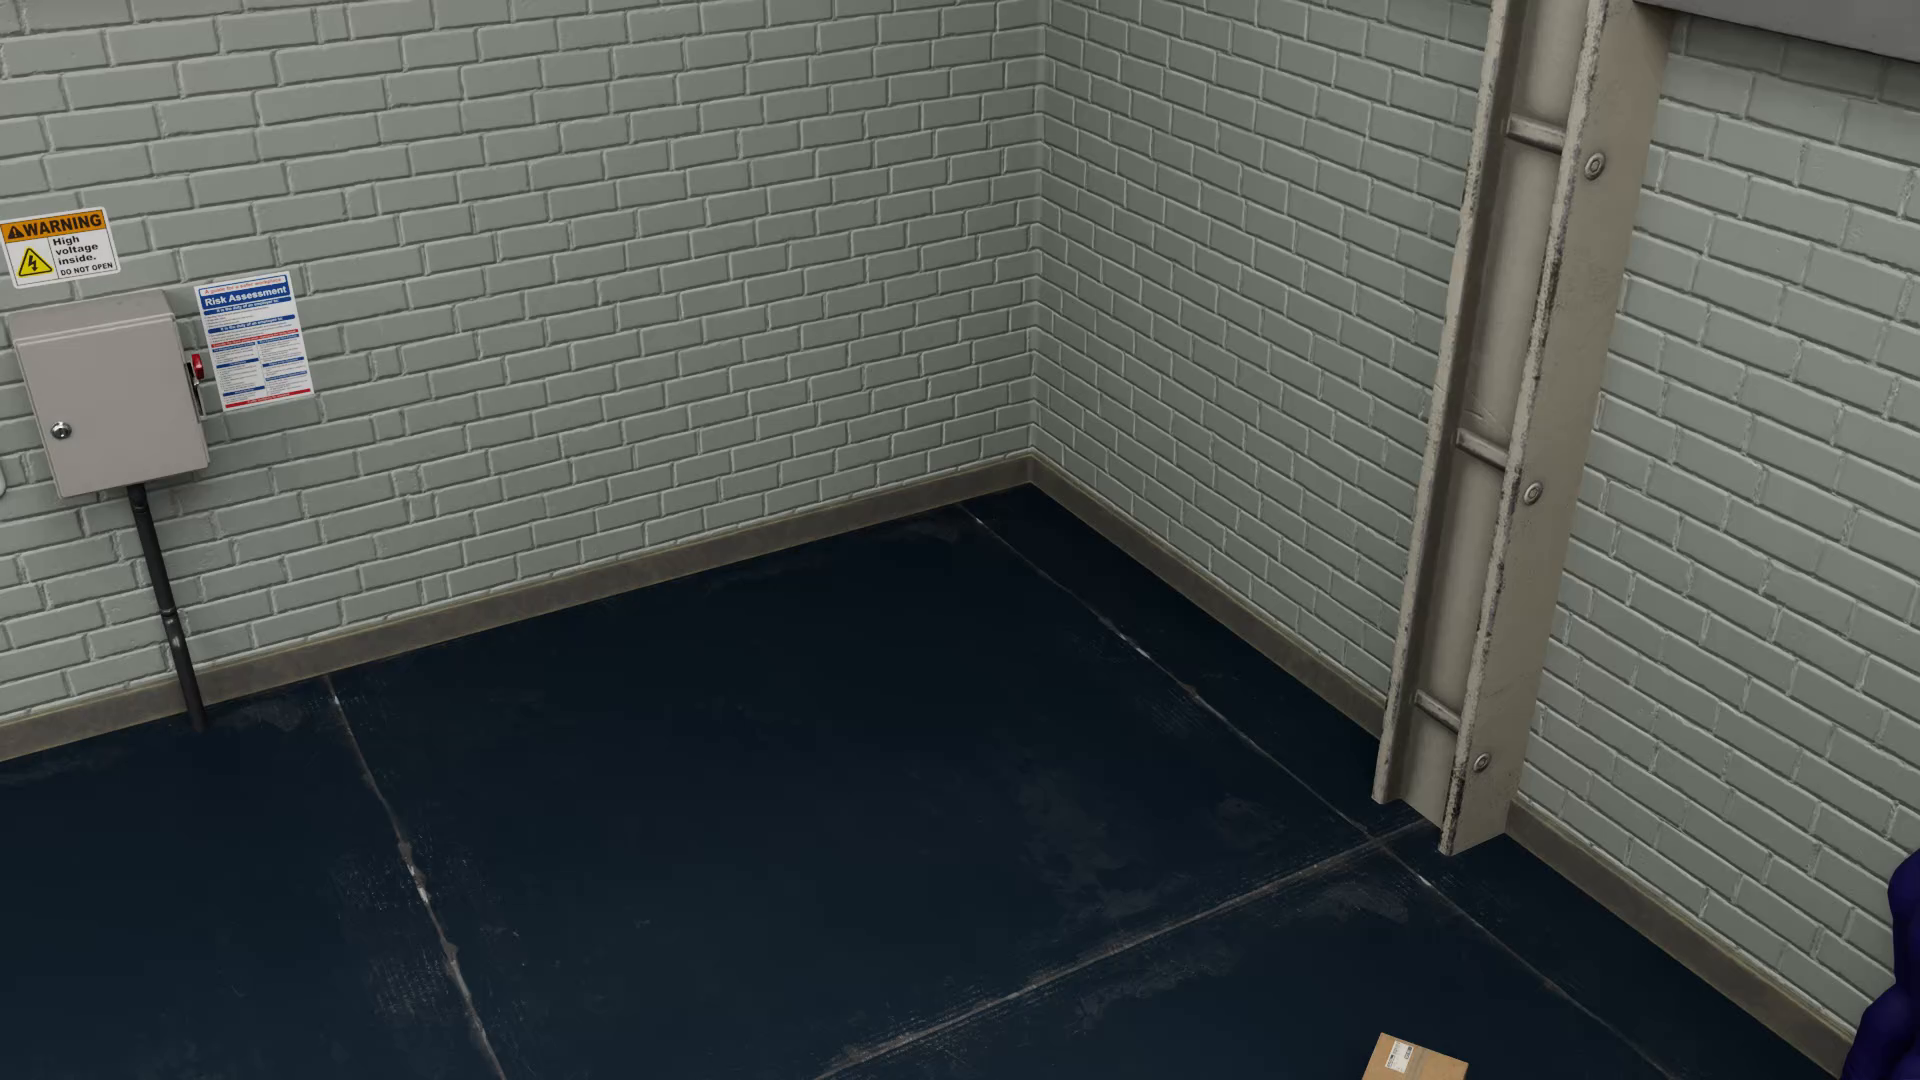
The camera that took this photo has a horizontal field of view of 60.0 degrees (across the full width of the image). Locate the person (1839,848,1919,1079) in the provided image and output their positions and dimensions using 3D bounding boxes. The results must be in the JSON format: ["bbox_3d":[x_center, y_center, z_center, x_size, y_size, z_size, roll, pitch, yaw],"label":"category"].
[{"bbox_3d":[2.644,1.011,4.335,0.365,1.650,0.466,6,30,11],"label":"person"}]
